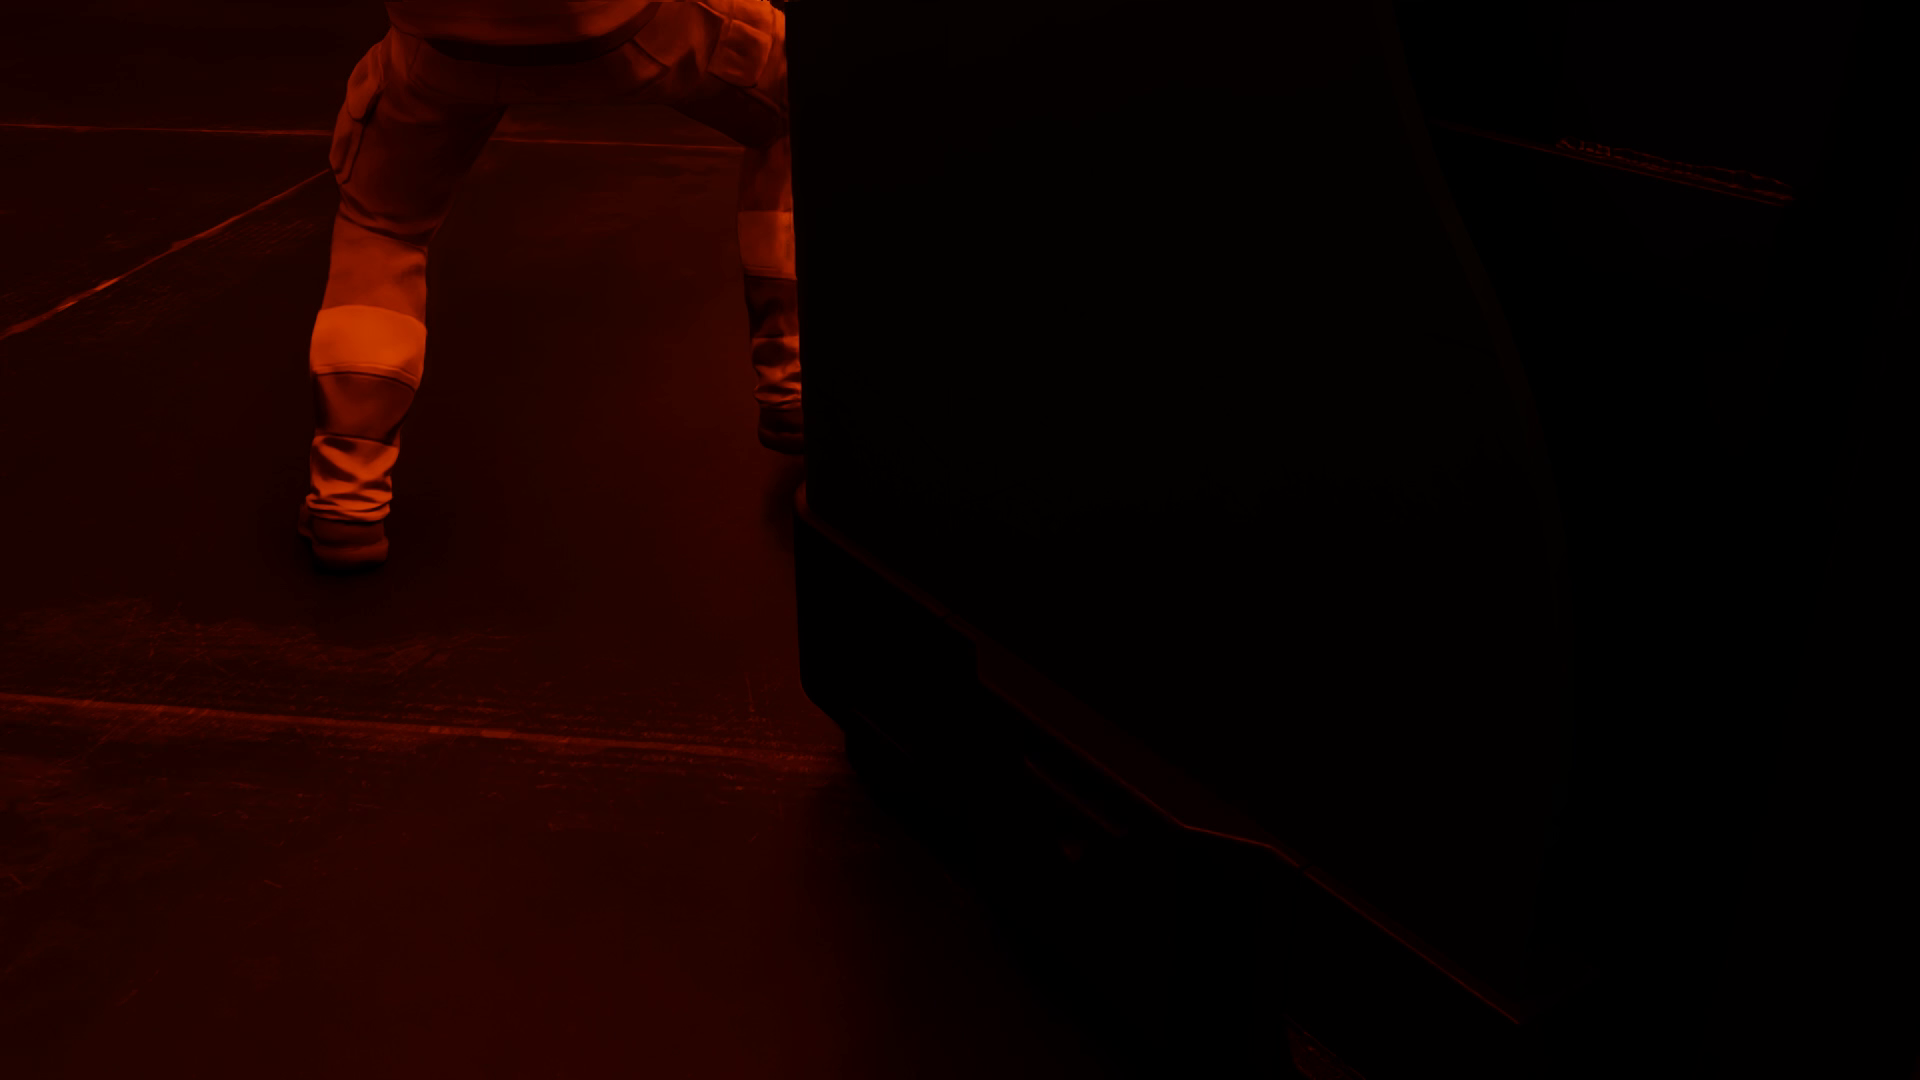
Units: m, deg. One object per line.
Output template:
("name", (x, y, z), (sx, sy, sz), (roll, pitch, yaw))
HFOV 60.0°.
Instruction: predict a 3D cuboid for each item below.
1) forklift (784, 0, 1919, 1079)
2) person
("forklift", (1.063, -0.675, 0.569), (1.130, 2.935, 3.031), (-17, 31, -31))
("person", (-0.643, -0.806, 2.311), (0.979, 1.647, 0.711), (6, 27, 11))
